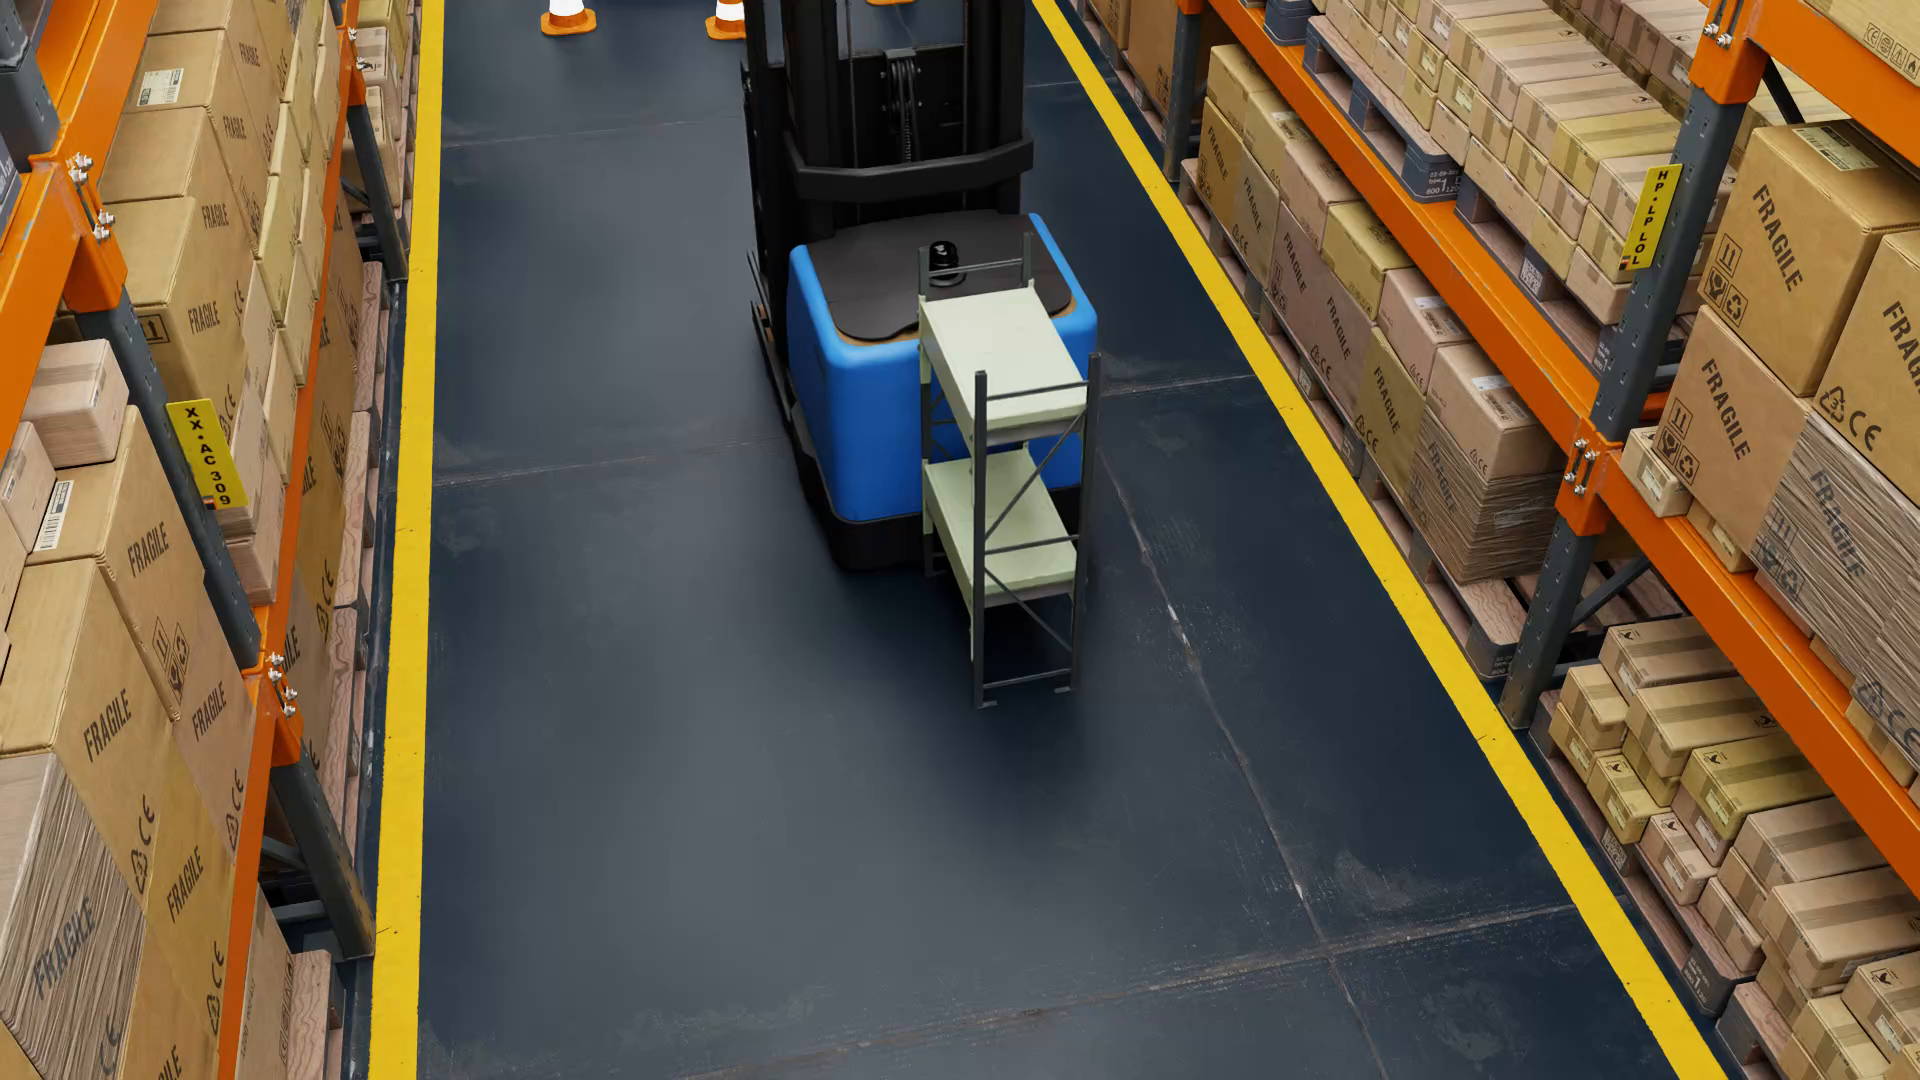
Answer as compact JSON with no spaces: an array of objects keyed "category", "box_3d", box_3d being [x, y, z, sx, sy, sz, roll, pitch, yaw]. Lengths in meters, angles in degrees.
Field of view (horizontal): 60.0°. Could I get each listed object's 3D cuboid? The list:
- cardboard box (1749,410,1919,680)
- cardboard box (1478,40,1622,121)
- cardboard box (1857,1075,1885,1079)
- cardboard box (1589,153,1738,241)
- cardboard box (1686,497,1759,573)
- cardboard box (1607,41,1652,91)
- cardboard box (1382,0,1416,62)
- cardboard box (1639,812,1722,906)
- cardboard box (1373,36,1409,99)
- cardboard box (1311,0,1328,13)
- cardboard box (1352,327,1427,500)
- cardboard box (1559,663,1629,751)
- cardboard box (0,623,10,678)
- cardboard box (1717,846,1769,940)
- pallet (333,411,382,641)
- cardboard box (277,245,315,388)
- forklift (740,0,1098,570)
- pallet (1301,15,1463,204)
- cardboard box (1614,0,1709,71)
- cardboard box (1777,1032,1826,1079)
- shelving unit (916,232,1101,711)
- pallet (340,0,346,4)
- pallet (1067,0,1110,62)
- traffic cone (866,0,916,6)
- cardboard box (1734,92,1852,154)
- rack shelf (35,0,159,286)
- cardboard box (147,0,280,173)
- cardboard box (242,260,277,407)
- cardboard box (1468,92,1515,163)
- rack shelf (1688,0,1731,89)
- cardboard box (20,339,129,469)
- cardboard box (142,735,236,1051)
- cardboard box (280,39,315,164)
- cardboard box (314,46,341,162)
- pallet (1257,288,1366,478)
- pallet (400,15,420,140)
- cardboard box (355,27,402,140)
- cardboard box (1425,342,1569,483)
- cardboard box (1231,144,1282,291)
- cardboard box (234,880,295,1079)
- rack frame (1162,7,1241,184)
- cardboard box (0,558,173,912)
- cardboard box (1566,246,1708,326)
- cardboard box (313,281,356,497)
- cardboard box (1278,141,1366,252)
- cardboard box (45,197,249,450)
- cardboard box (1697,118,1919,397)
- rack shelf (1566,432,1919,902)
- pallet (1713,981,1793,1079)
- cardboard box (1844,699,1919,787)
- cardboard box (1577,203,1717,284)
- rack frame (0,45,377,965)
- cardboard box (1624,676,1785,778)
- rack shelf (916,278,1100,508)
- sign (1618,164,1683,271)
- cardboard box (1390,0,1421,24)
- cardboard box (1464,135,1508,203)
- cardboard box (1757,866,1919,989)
[{"category":"cardboard box","box_3d":[2.434,-0.015,4.208,0.500,0.500,0.500,-8,42,-9]},{"category":"cardboard box","box_3d":[2.012,-1.573,5.688,0.380,0.149,0.250,-8,42,-9]},{"category":"cardboard box","box_3d":[2.568,1.532,4.372,0.380,0.149,0.250,-8,42,-9]},{"category":"cardboard box","box_3d":[2.182,-1.061,5.111,0.380,0.149,0.250,-7,42,-7]},{"category":"cardboard box","box_3d":[2.329,-0.062,4.750,0.380,0.149,0.250,-7,42,-8]},{"category":"cardboard box","box_3d":[2.592,-1.717,6.074,0.380,0.149,0.250,-7,42,-8]},{"category":"cardboard box","box_3d":[1.846,-1.960,6.347,0.380,0.149,0.250,-7,42,-8]},{"category":"cardboard box","box_3d":[2.386,0.974,5.225,0.380,0.149,0.250,-9,42,-9]},{"category":"cardboard box","box_3d":[1.838,-1.853,6.450,0.380,0.149,0.250,-10,42,-11]},{"category":"cardboard box","box_3d":[1.672,-2.357,7.019,0.380,0.149,0.250,-7,42,-7]},{"category":"cardboard box","box_3d":[1.943,-0.542,6.668,0.500,0.500,0.500,-9,42,-10]},{"category":"cardboard box","box_3d":[2.225,0.535,5.495,0.380,0.149,0.250,-7,42,-7]},{"category":"cardboard box","box_3d":[-1.908,0.242,2.900,0.380,0.149,0.250,-9,42,-10]},{"category":"cardboard box","box_3d":[2.511,1.015,4.955,0.380,0.149,0.250,-10,43,-11]},{"category":"pallet","box_3d":[-2.859,-0.008,6.600,1.003,0.211,1.213,-8,42,-9]},{"category":"cardboard box","box_3d":[-2.398,-0.705,5.398,0.500,0.250,0.500,-9,42,-10]},{"category":"forklift","box_3d":[-0.348,-1.971,6.762,1.130,2.935,3.031,-10,43,-11]},{"category":"pallet","box_3d":[2.063,-1.787,6.648,1.003,0.211,1.213,-8,42,-9]},{"category":"cardboard box","box_3d":[2.597,-1.825,5.971,0.380,0.149,0.250,-9,42,-10]},{"category":"cardboard box","box_3d":[2.544,1.483,4.651,0.380,0.149,0.250,-9,42,-10]},{"category":"shelving unit","box_3d":[0.147,-0.216,5.863,0.431,1.500,0.755,-10,43,-11]},{"category":"pallet","box_3d":[-3.473,-2.737,7.718,1.213,0.211,1.003,-8,42,-9]},{"category":"pallet","box_3d":[1.239,-3.405,10.426,1.003,0.211,1.213,-8,42,-9]},{"category":"traffic cone","box_3d":[-0.452,-3.695,10.564,0.336,0.463,0.334,-8,42,-9]},{"category":"cardboard box","box_3d":[2.757,-1.330,5.414,0.380,0.149,0.250,-7,42,-8]},{"category":"rack shelf","box_3d":[-2.784,-1.918,4.933,1.077,0.370,4.000,-8,42,-9]},{"category":"cardboard box","box_3d":[-2.527,-1.492,5.343,0.500,0.500,0.500,-9,42,-10]},{"category":"cardboard box","box_3d":[-2.312,-0.559,4.857,0.500,0.250,0.500,-8,42,-9]},{"category":"cardboard box","box_3d":[2.008,-1.456,5.780,0.380,0.149,0.250,-10,42,-11]},{"category":"rack shelf","box_3d":[2.028,-2.693,5.806,1.077,0.370,4.000,-8,42,-9]},{"category":"cardboard box","box_3d":[-1.975,-0.269,3.476,0.380,0.149,0.250,-9,42,-10]},{"category":"cardboard box","box_3d":[-1.886,0.791,3.525,0.500,0.500,0.500,-9,42,-10]},{"category":"cardboard box","box_3d":[-2.618,-1.554,5.978,0.500,0.250,0.500,-9,42,-10]},{"category":"cardboard box","box_3d":[-2.727,-1.686,6.503,0.500,0.250,0.500,-8,42,-9]},{"category":"pallet","box_3d":[2.023,-0.798,7.489,1.003,0.211,1.213,-8,42,-9]},{"category":"pallet","box_3d":[-3.643,-2.615,9.537,1.003,0.211,1.213,-8,42,-9]},{"category":"cardboard box","box_3d":[-3.495,-2.381,8.836,0.950,0.372,0.625,-9,42,-10]},{"category":"cardboard box","box_3d":[2.052,-0.493,6.047,0.500,0.250,0.500,-9,42,-10]},{"category":"cardboard box","box_3d":[1.611,-1.538,7.790,0.500,0.500,0.500,-8,42,-9]},{"category":"cardboard box","box_3d":[-2.322,1.455,4.465,0.875,0.438,0.875,-9,42,-10]},{"category":"rack frame","box_3d":[1.596,-3.136,8.024,1.000,3.000,0.127,-8,42,-9]},{"category":"cardboard box","box_3d":[-1.879,0.416,3.193,0.500,0.500,0.500,-9,42,-10]},{"category":"cardboard box","box_3d":[2.180,-0.836,5.305,0.380,0.149,0.250,-9,42,-10]},{"category":"cardboard box","box_3d":[-2.959,-0.686,6.547,0.875,0.875,0.875,-8,42,-9]},{"category":"cardboard box","box_3d":[1.712,-1.506,7.189,0.500,0.250,0.500,-8,42,-9]},{"category":"cardboard box","box_3d":[-2.167,-0.506,4.233,0.500,0.500,0.500,-8,42,-9]},{"category":"cardboard box","box_3d":[2.319,-0.739,4.270,0.500,0.500,0.500,-7,42,-8]},{"category":"rack shelf","box_3d":[2.891,1.022,3.881,1.077,0.370,4.000,-8,42,-9]},{"category":"pallet","box_3d":[2.906,1.722,4.651,1.003,0.211,1.213,-8,42,-9]},{"category":"cardboard box","box_3d":[2.481,0.453,4.170,0.380,0.149,0.250,-8,42,-8]},{"category":"cardboard box","box_3d":[2.181,-0.948,5.207,0.380,0.149,0.250,-7,42,-8]},{"category":"rack frame","box_3d":[-2.352,0.231,4.230,1.000,3.000,0.127,-8,42,-9]},{"category":"cardboard box","box_3d":[2.333,0.583,5.217,0.380,0.149,0.250,-6,42,-7]},{"category":"rack shelf","box_3d":[0.147,-0.508,5.604,0.431,0.370,0.720,-10,43,-11]},{"category":"sign","box_3d":[1.918,-0.895,4.626,0.100,0.325,0.005,-8,42,-9]},{"category":"cardboard box","box_3d":[1.842,-2.081,6.259,0.380,0.149,0.250,-9,42,-10]},{"category":"cardboard box","box_3d":[2.018,-1.328,5.860,0.380,0.149,0.250,-10,43,-11]},{"category":"cardboard box","box_3d":[2.489,1.082,4.654,0.380,0.149,0.250,-7,42,-8]}]
